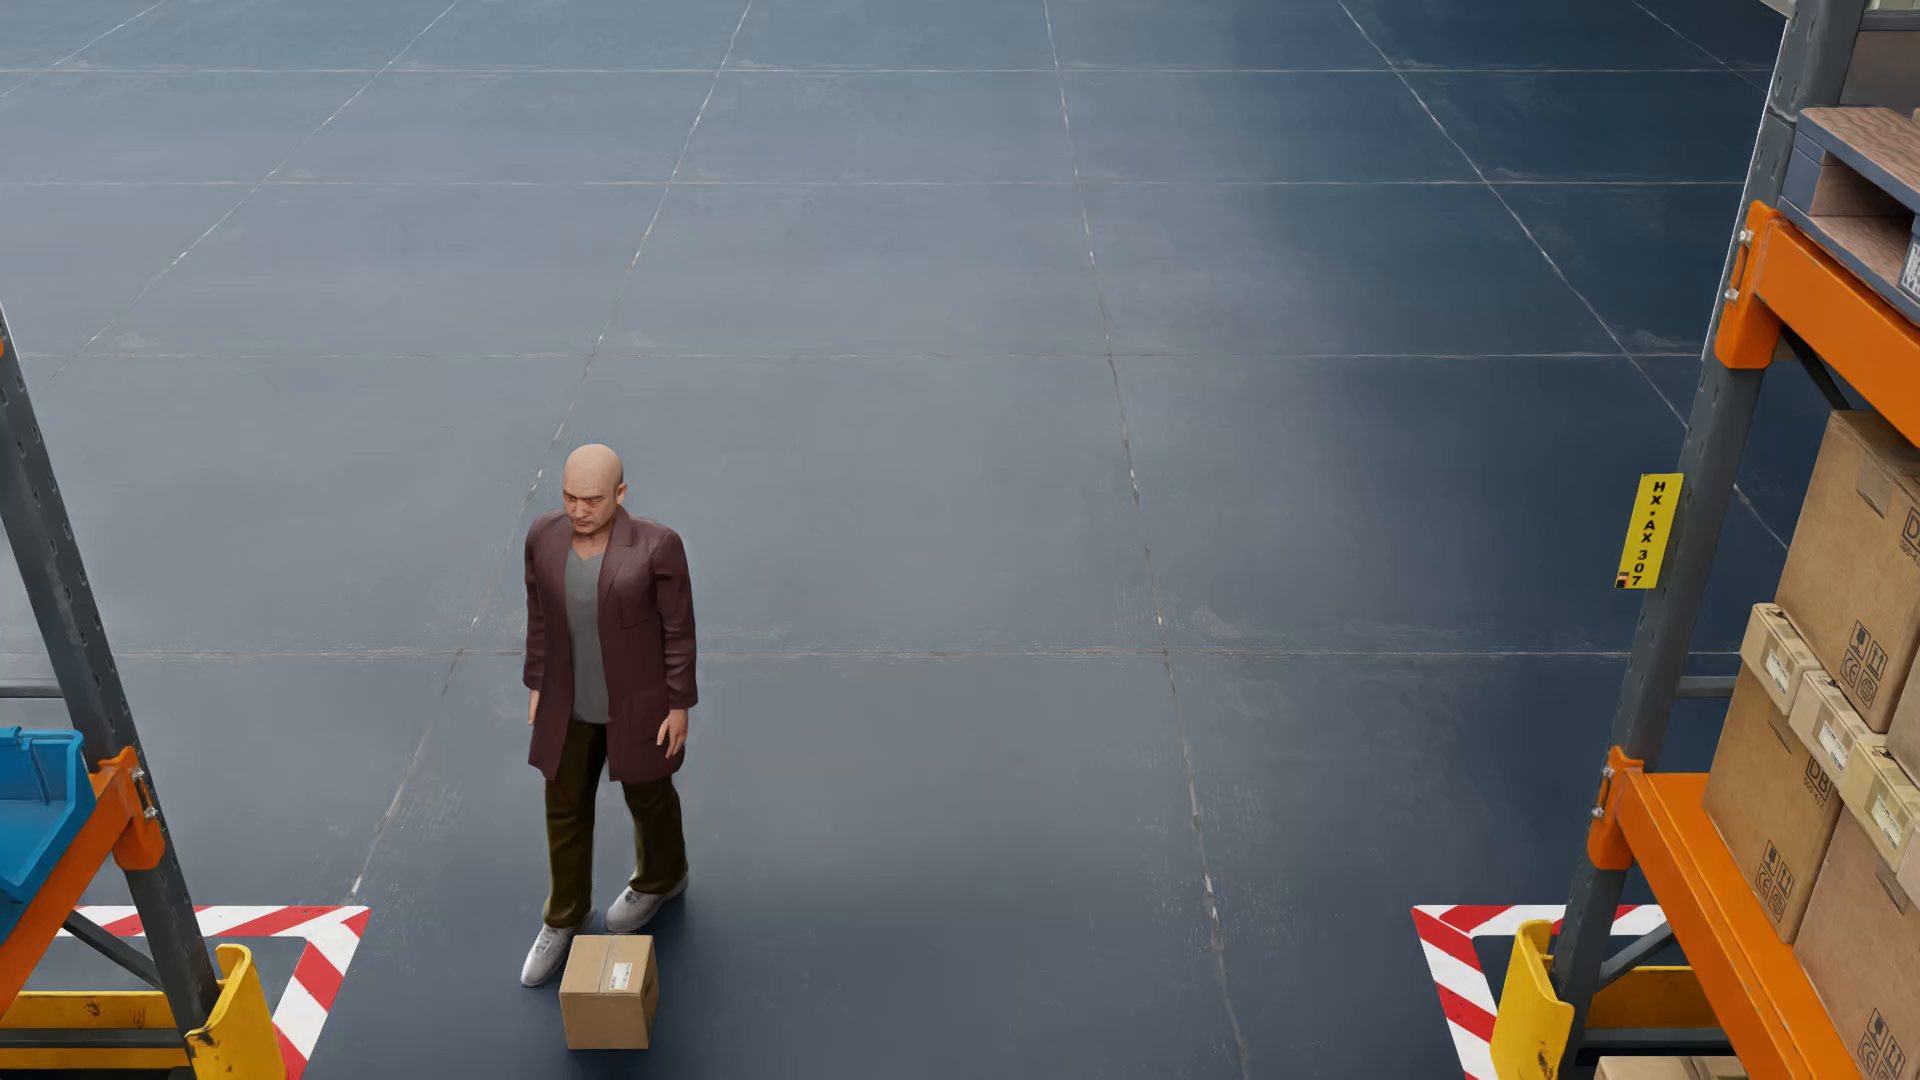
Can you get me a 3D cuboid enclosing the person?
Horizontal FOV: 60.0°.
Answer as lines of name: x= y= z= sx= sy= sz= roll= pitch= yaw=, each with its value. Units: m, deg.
person: x=-1.150 y=0.574 z=5.196 sx=0.591 sy=1.780 sz=0.625 roll=6 pitch=32 yaw=10
